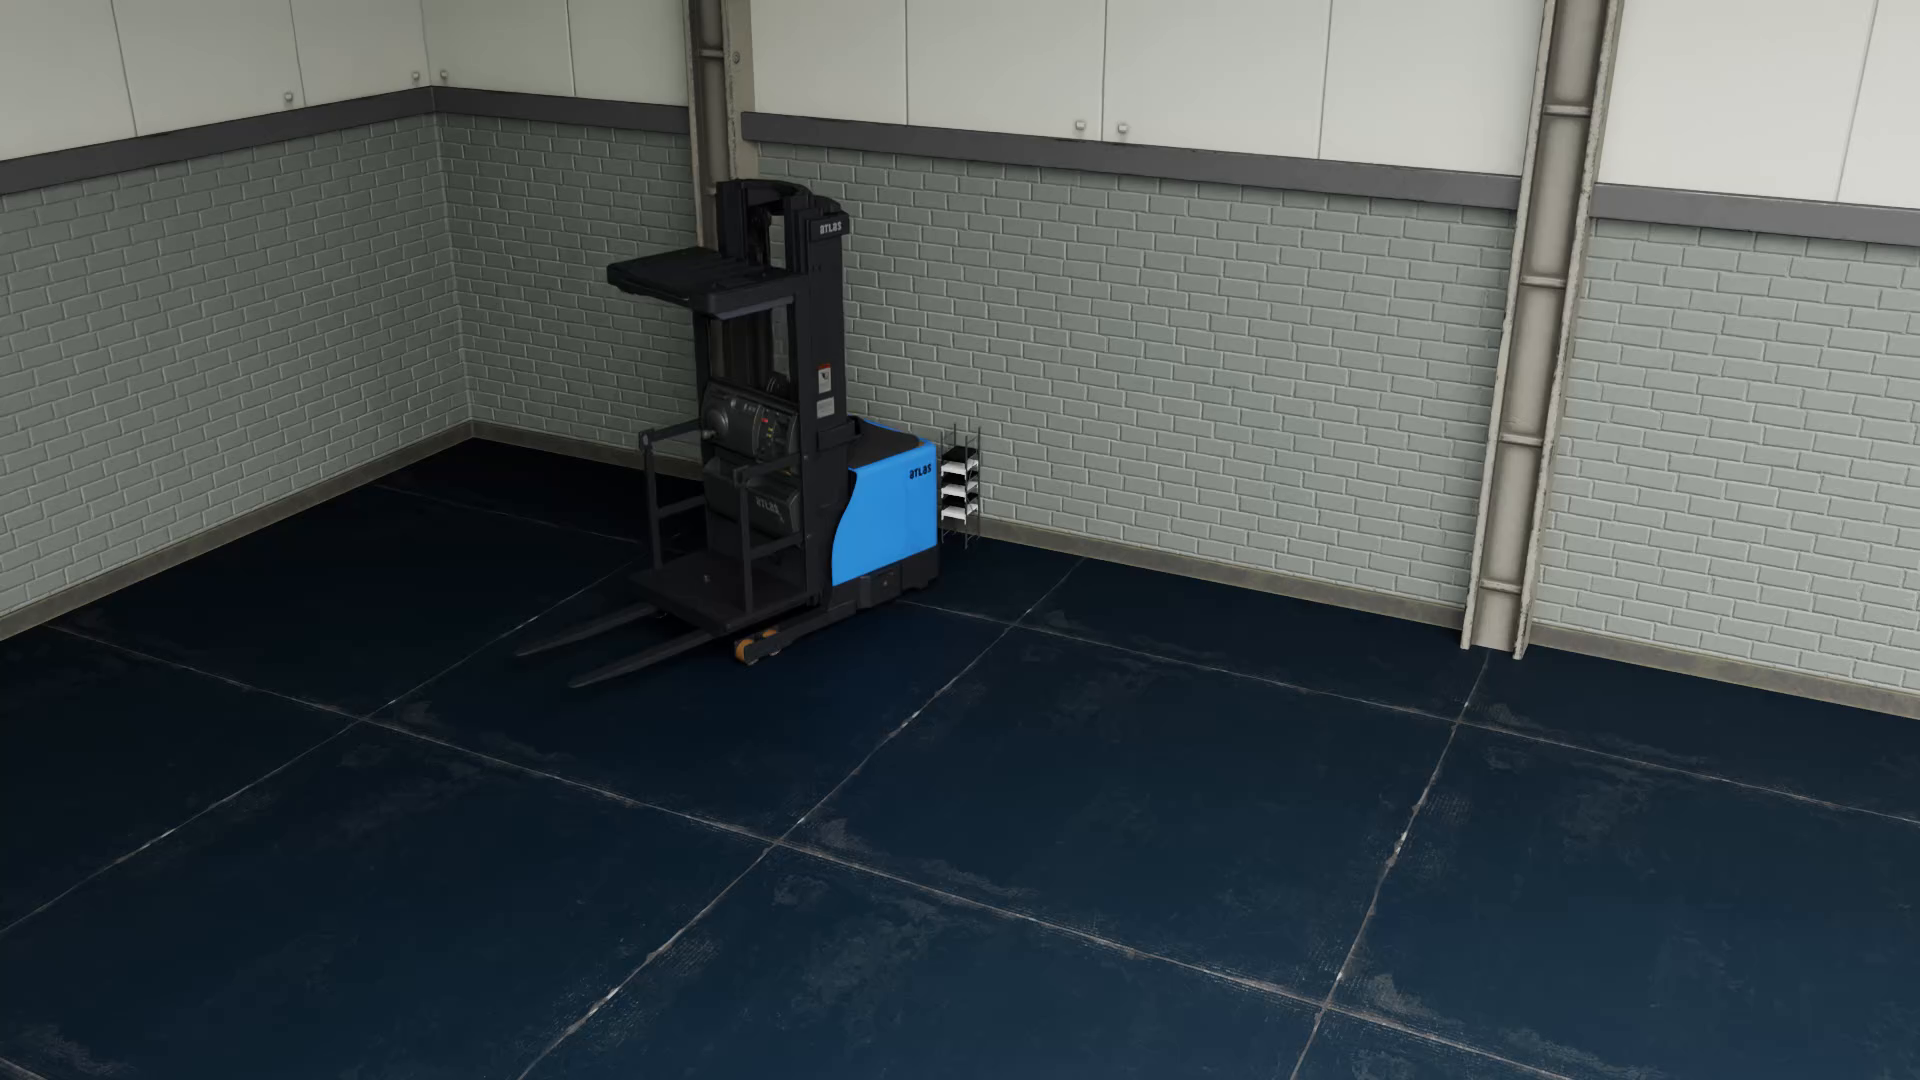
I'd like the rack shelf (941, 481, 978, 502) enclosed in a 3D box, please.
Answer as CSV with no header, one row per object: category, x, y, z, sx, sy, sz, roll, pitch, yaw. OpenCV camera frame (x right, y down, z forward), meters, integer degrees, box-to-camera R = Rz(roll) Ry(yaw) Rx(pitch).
rack shelf,0.005,-0.379,12.602,0.200,0.077,0.258,11,25,24

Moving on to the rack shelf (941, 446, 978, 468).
rack shelf,0.005,-0.627,12.496,0.200,0.077,0.258,11,25,24

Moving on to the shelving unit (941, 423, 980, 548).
shelving unit,0.005,-0.409,12.589,0.210,0.900,0.258,11,25,24

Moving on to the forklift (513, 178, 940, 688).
forklift,-1.537,-0.762,10.822,1.130,2.935,3.031,21,31,40

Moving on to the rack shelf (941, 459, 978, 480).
rack shelf,0.005,-0.544,12.532,0.200,0.077,0.258,11,25,24

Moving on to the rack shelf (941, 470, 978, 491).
rack shelf,0.005,-0.462,12.567,0.200,0.077,0.258,11,25,24

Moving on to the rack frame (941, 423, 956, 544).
rack frame,-0.086,-0.427,12.630,0.006,0.900,0.240,11,25,24

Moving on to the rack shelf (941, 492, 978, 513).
rack shelf,0.005,-0.296,12.637,0.200,0.077,0.258,11,25,24

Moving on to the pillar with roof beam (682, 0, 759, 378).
pillar with roof beam,-3.719,-2.998,8.328,0.400,9.000,9.100,11,25,25

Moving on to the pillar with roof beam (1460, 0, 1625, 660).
pillar with roof beam,1.636,-1.939,5.836,0.400,9.000,9.100,11,25,25

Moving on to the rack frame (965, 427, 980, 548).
rack frame,0.096,-0.392,12.548,0.006,0.900,0.240,11,25,24

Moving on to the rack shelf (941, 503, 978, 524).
rack shelf,0.005,-0.213,12.672,0.200,0.077,0.258,11,25,24
